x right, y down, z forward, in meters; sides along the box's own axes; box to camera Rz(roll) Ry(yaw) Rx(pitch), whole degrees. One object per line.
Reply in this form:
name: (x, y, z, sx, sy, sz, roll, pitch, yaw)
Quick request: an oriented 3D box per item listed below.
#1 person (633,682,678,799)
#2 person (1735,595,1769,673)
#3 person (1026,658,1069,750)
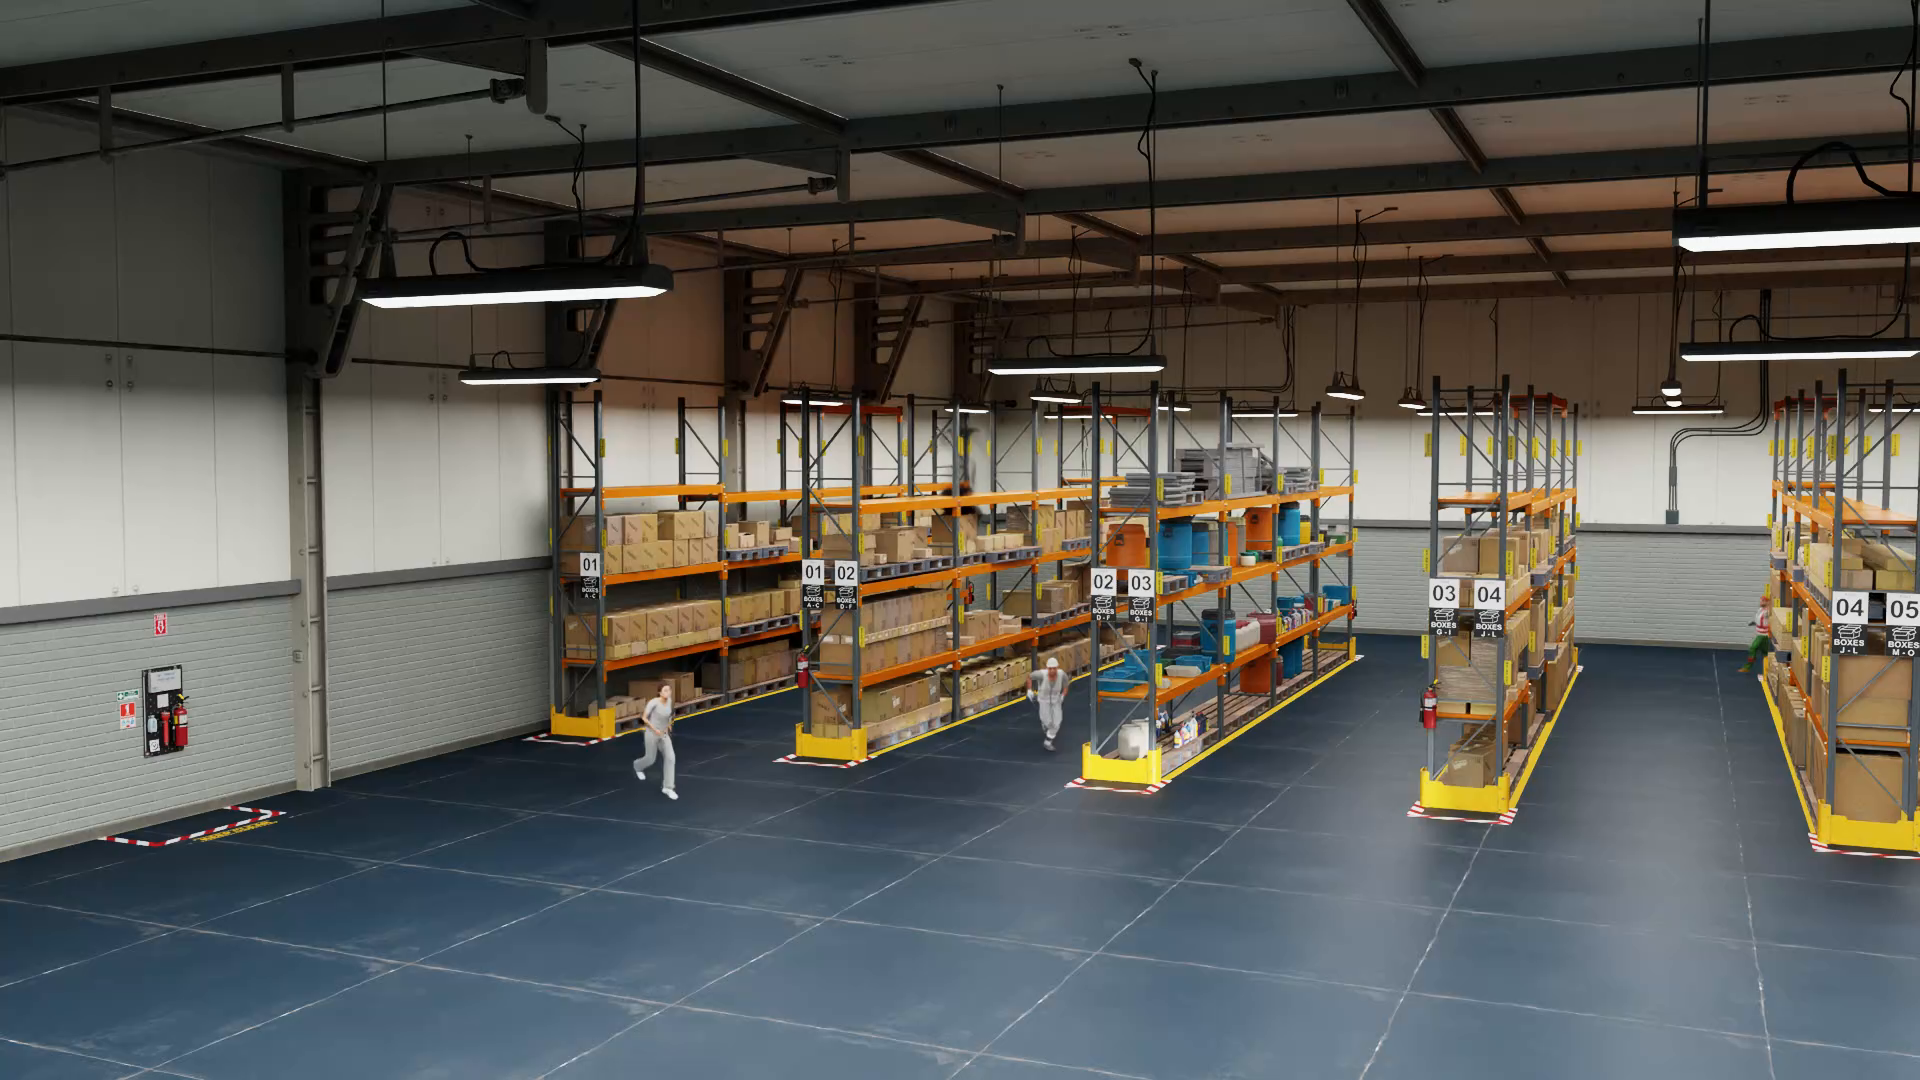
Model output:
person: (-4.401, 2.861, 24.065, 0.564, 1.657, 1.069, -3, 4, -44)
person: (17.693, 2.067, 36.669, 1.041, 1.743, 0.712, 0, 3, 6)
person: (1.442, 2.702, 27.353, 0.694, 1.590, 0.830, 0, 3, -5)
